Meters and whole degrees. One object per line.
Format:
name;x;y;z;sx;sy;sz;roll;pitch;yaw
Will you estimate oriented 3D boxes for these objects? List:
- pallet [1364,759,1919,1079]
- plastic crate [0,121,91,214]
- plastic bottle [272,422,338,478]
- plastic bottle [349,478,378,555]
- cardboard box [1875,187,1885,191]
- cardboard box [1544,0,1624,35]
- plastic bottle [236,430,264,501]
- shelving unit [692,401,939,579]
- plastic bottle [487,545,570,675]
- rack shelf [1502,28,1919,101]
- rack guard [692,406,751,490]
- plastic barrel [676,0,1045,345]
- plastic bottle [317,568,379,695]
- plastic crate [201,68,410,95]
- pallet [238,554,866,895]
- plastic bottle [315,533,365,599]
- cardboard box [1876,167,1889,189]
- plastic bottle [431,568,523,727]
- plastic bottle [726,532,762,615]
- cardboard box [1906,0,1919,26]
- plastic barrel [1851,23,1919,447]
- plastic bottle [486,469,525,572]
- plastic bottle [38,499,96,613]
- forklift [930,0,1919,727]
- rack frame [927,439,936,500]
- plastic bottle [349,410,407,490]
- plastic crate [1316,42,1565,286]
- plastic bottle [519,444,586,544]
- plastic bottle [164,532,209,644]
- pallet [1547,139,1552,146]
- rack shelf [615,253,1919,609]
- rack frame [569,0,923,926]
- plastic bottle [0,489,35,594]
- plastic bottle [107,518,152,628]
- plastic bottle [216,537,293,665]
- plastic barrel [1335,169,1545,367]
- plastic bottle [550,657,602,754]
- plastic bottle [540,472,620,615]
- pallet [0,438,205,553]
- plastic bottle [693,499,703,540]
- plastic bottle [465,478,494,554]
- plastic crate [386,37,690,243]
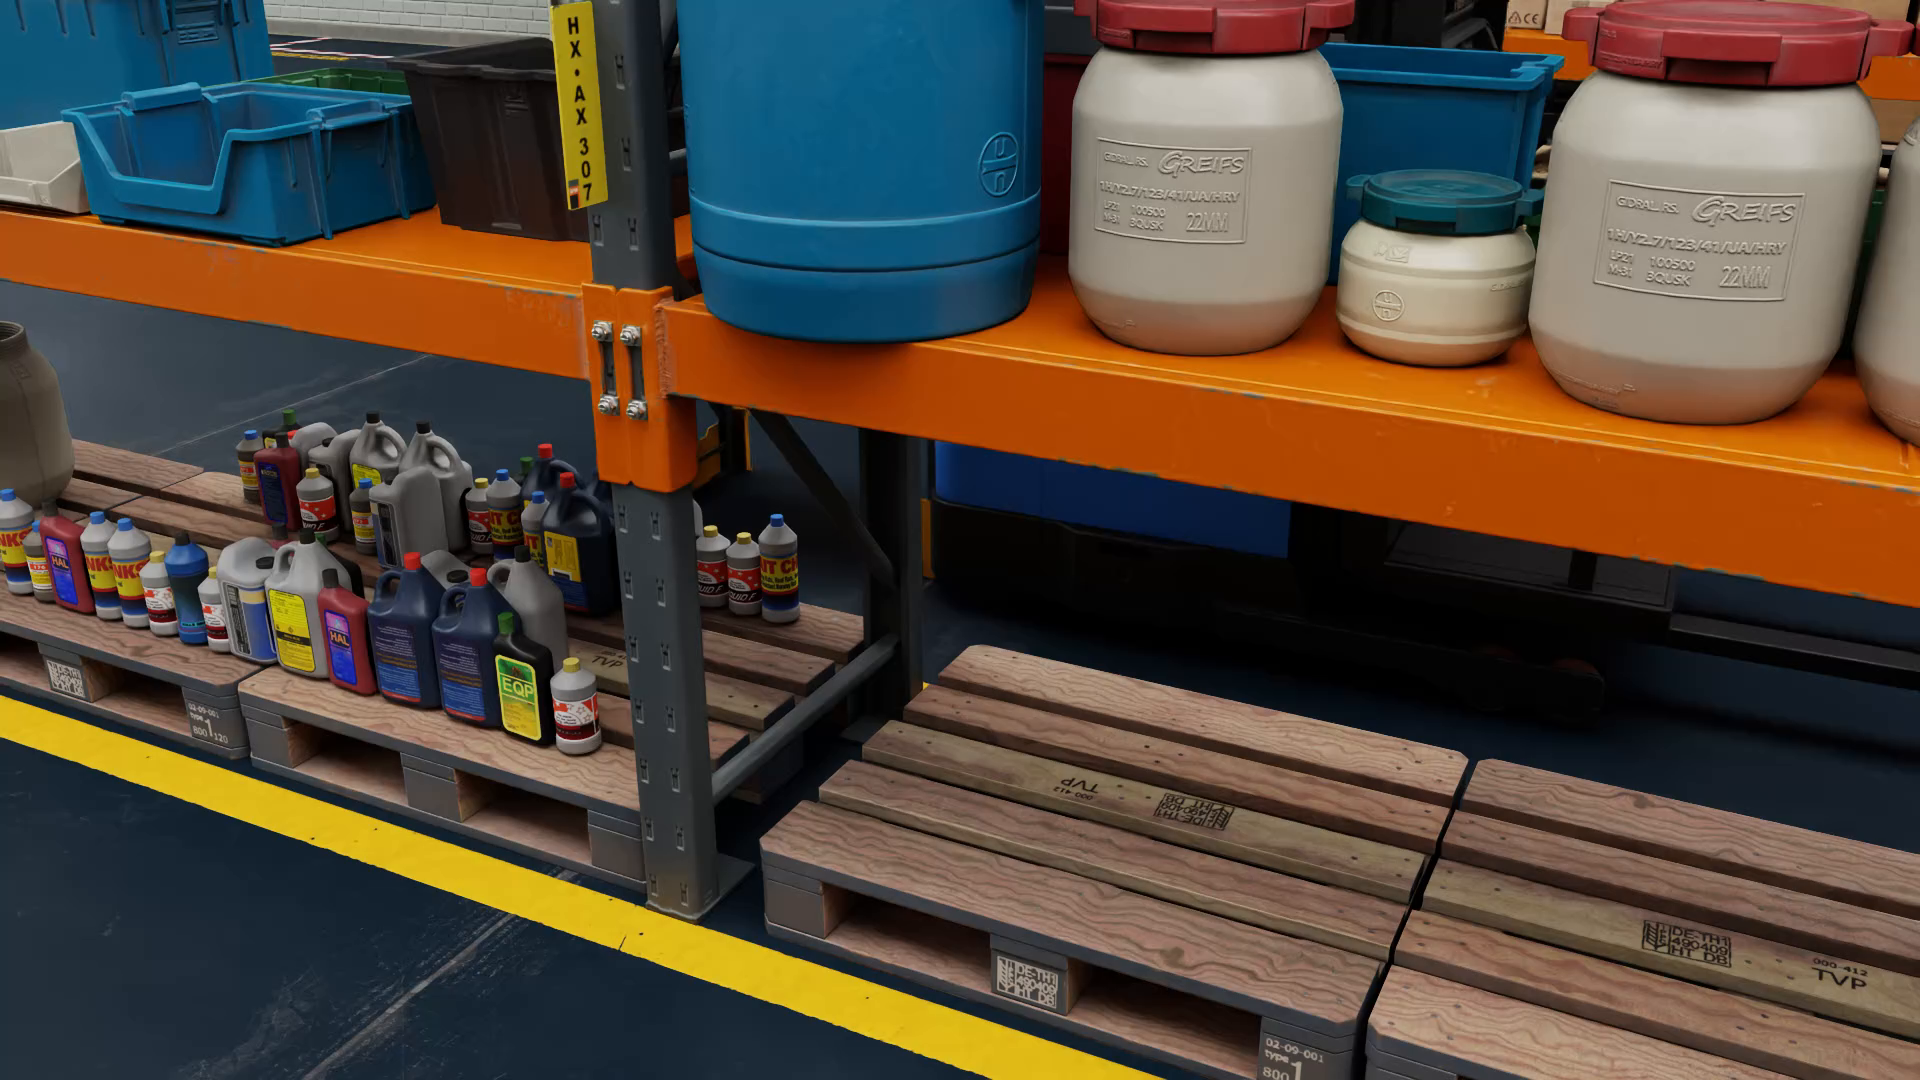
pallet;1.442;0.845;2.992;1.213;0.211;1.003;11;25;25
plastic crate;-1.932;-0.855;3.764;0.437;0.136;0.530;11;25;25
plastic bottle;-1.889;-0.208;4.824;0.135;0.276;0.152;11;26;25
plastic bottle;-1.631;-0.071;4.599;0.097;0.201;0.097;0;23;0
cardboard box;3.498;-1.262;6.645;0.500;0.311;0.500;12;26;26
cardboard box;2.568;-2.164;6.826;0.250;0.149;0.380;11;25;25
plastic bottle;-2.102;-0.228;4.966;0.097;0.201;0.097;0;23;0
shelving unit;-0.433;-0.763;5.127;1.083;1.500;0.587;10;25;22
plastic bottle;-1.009;0.175;3.828;0.185;0.351;0.144;11;25;25
rack shelf;3.654;-1.823;6.623;4.000;0.370;1.077;11;25;25
rack guard;-0.886;-0.268;5.562;0.087;0.250;0.587;10;25;22
plastic barrel;-0.161;-0.835;2.739;0.708;0.901;0.600;11;25;25
plastic bottle;-1.409;0.208;3.836;0.133;0.283;0.061;13;26;28
plastic crate;-1.453;-1.019;4.083;0.662;0.188;0.450;11;25;25
pallet;-0.950;0.372;4.105;1.213;0.211;1.003;11;25;25
plastic bottle;-1.510;0.125;4.031;0.133;0.283;0.061;11;25;25
cardboard box;3.718;-1.453;7.095;0.500;0.311;0.500;11;25;24
plastic bottle;-1.074;0.226;3.709;0.185;0.351;0.144;10;25;23
plastic bottle;-0.546;0.080;4.242;0.097;0.201;0.097;0;23;0
cardboard box;3.934;-2.138;6.316;0.500;0.500;0.500;10;25;22
plastic barrel;1.427;-0.389;2.158;0.433;0.535;0.433;0;23;0
plastic bottle;-1.219;-0.059;4.479;0.097;0.271;0.097;0;23;0
plastic bottle;-2.267;0.039;4.235;0.133;0.283;0.061;12;26;25
forklift;1.476;-1.119;4.137;3.031;2.935;1.130;10;25;22
rack frame;0.021;-0.681;4.936;0.032;1.500;0.500;10;25;22
plastic bottle;-1.616;-0.190;4.687;0.185;0.351;0.144;12;26;27
plastic crate;0.756;-0.684;3.047;0.575;0.384;0.392;11;25;25
plastic bottle;-1.071;-0.082;4.433;0.185;0.351;0.144;10;25;22
plastic bottle;-1.885;0.112;4.078;0.097;0.271;0.097;0;23;0
pallet;4.797;-2.818;11.606;1.213;0.211;1.003;11;25;25
rack shelf;1.416;-0.094;2.557;4.000;0.370;1.077;11;25;25
rack frame;-0.369;-0.778;3.246;0.127;3.000;1.000;11;25;25
plastic bottle;-2.461;-0.002;4.346;0.097;0.271;0.097;0;23;0
plastic bottle;-2.066;0.076;4.162;0.097;0.271;0.097;0;23;0
plastic bottle;-1.676;0.139;4.009;0.135;0.276;0.152;12;26;25
plastic barrel;0.743;-0.427;2.598;0.301;0.262;0.301;0;23;0
plastic bottle;-0.833;0.352;3.603;0.097;0.201;0.097;0;23;0
plastic bottle;-0.967;0.002;4.236;0.185;0.351;0.144;11;25;25
pallet;-3.127;-0.059;5.118;1.213;0.211;1.003;11;25;25
plastic bottle;-0.756;0.016;4.297;0.135;0.276;0.152;12;26;26
plastic bottle;-1.313;-0.072;4.599;0.097;0.201;0.097;0;23;0
plastic crate;-0.779;-0.886;3.580;0.504;0.338;0.767;11;25;25
